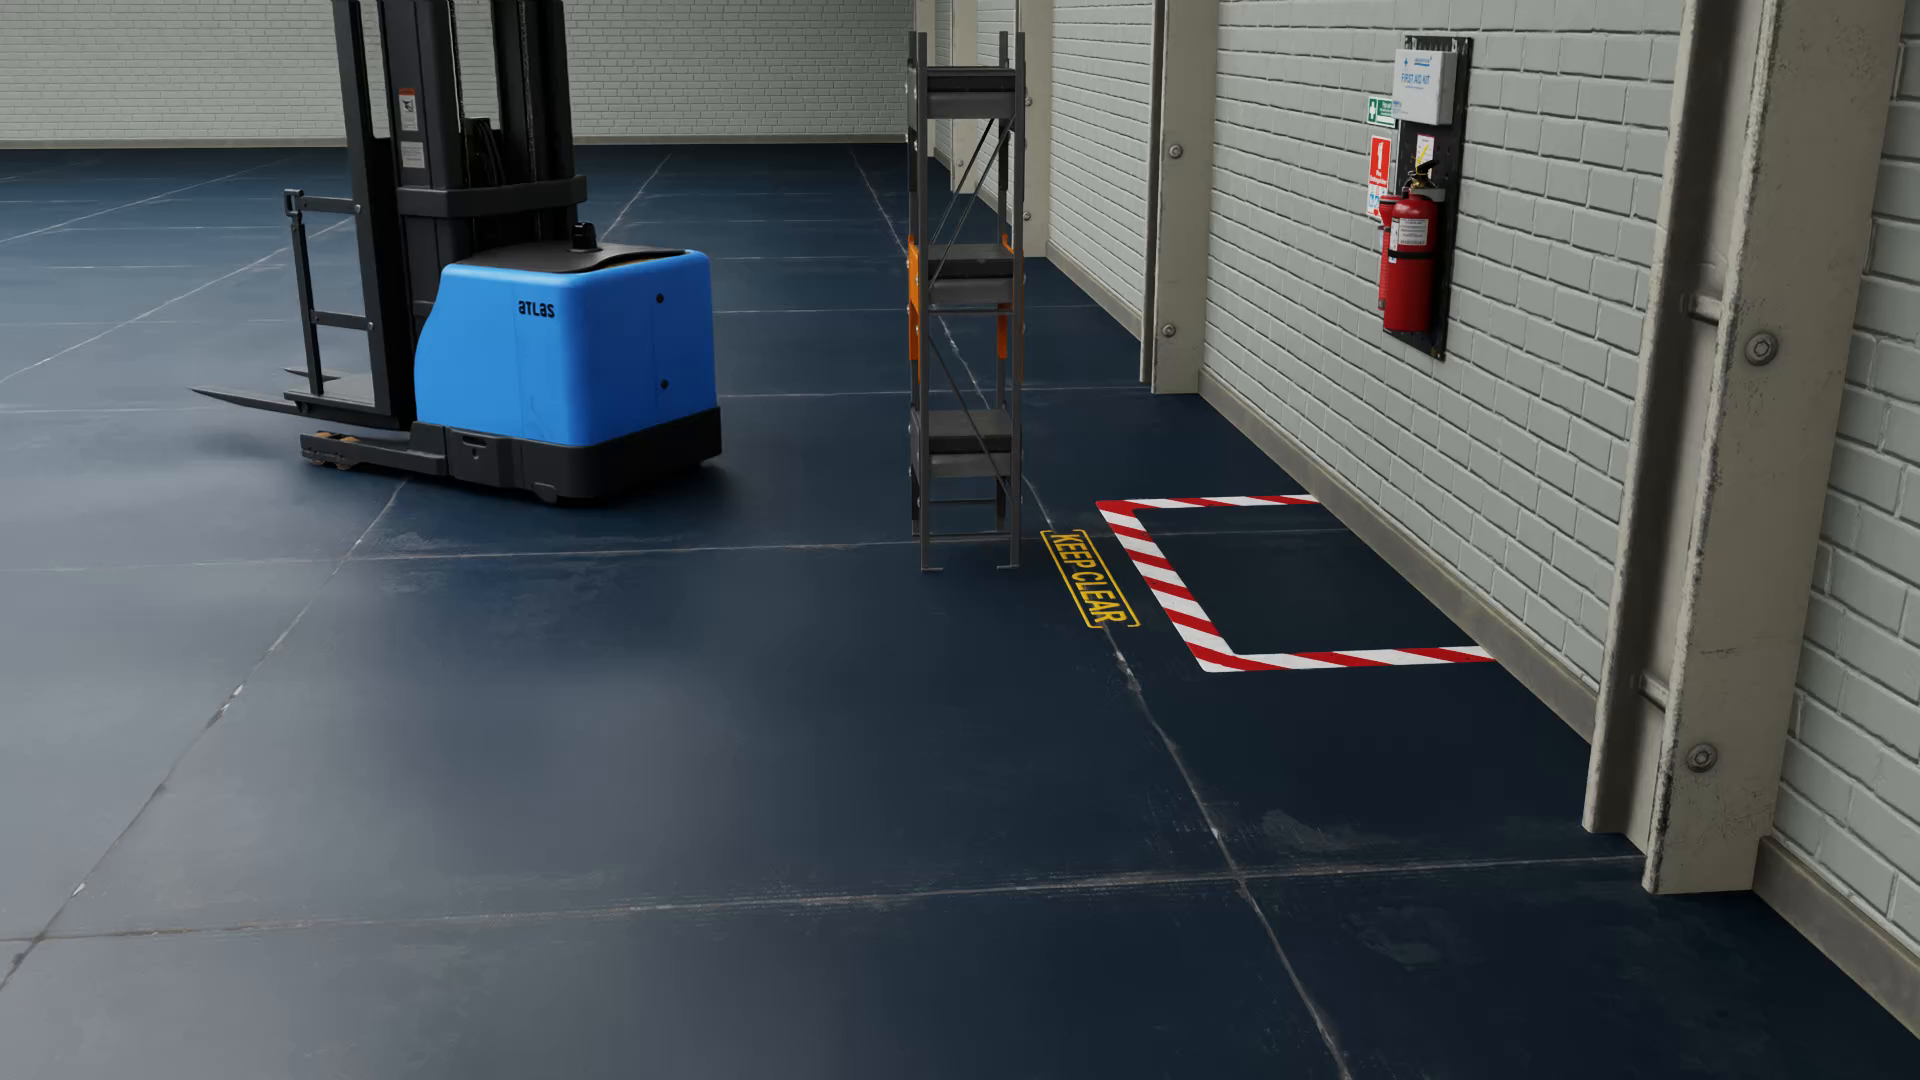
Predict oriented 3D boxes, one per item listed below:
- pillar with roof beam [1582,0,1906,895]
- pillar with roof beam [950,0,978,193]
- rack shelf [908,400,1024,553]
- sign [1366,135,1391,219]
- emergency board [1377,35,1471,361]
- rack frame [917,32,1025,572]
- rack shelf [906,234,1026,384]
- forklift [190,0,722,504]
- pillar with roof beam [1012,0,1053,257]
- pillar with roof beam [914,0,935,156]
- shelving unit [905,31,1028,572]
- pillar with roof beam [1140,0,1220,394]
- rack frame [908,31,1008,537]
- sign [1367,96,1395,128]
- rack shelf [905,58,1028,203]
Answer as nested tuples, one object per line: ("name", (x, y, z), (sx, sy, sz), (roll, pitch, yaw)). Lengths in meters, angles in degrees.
("pillar with roof beam", (-2.372, -3.313, 2.706), (9.100, 9.000, 0.400), (-2, 18, -6))
("pillar with roof beam", (-4.229, -8.676, 19.788), (9.100, 9.000, 0.400), (-2, 18, -6))
("rack shelf", (0.017, -0.272, 6.919), (0.431, 0.518, 0.480), (-2, 18, -6))
("sign", (1.739, -1.506, 6.907), (0.001, 0.329, 0.234), (-2, 18, -6))
("emergency board", (1.693, -1.321, 6.377), (0.194, 1.169, 0.643), (-2, 18, -6))
("rack frame", (0.042, -0.880, 6.474), (0.400, 2.100, 0.015), (-2, 18, -6))
("rack shelf", (0.017, -0.939, 6.710), (0.431, 0.518, 0.480), (-2, 18, -6))
("forklift", (-2.725, -1.870, 8.240), (3.031, 2.935, 1.130), (10, 20, 29))
("pillar with roof beam", (-3.610, -6.888, 14.094), (9.100, 9.000, 0.400), (-2, 18, -6))
("pillar with roof beam", (-4.847, -10.463, 25.482), (9.100, 9.000, 0.400), (-2, 18, -6))
("shelving unit", (0.017, -0.952, 6.705), (0.431, 2.100, 0.503), (-2, 18, -6))
("pillar with roof beam", (-2.991, -5.101, 8.400), (9.100, 9.000, 0.400), (-2, 18, -6))
("rack frame", (-0.008, -1.025, 6.937), (0.400, 2.100, 0.015), (-2, 18, -6))
("sign", (1.730, -1.757, 6.822), (0.001, 0.109, 0.331), (-2, 18, -6))
("rack shelf", (0.017, -1.607, 6.500), (0.431, 0.518, 0.480), (-2, 18, -6))
